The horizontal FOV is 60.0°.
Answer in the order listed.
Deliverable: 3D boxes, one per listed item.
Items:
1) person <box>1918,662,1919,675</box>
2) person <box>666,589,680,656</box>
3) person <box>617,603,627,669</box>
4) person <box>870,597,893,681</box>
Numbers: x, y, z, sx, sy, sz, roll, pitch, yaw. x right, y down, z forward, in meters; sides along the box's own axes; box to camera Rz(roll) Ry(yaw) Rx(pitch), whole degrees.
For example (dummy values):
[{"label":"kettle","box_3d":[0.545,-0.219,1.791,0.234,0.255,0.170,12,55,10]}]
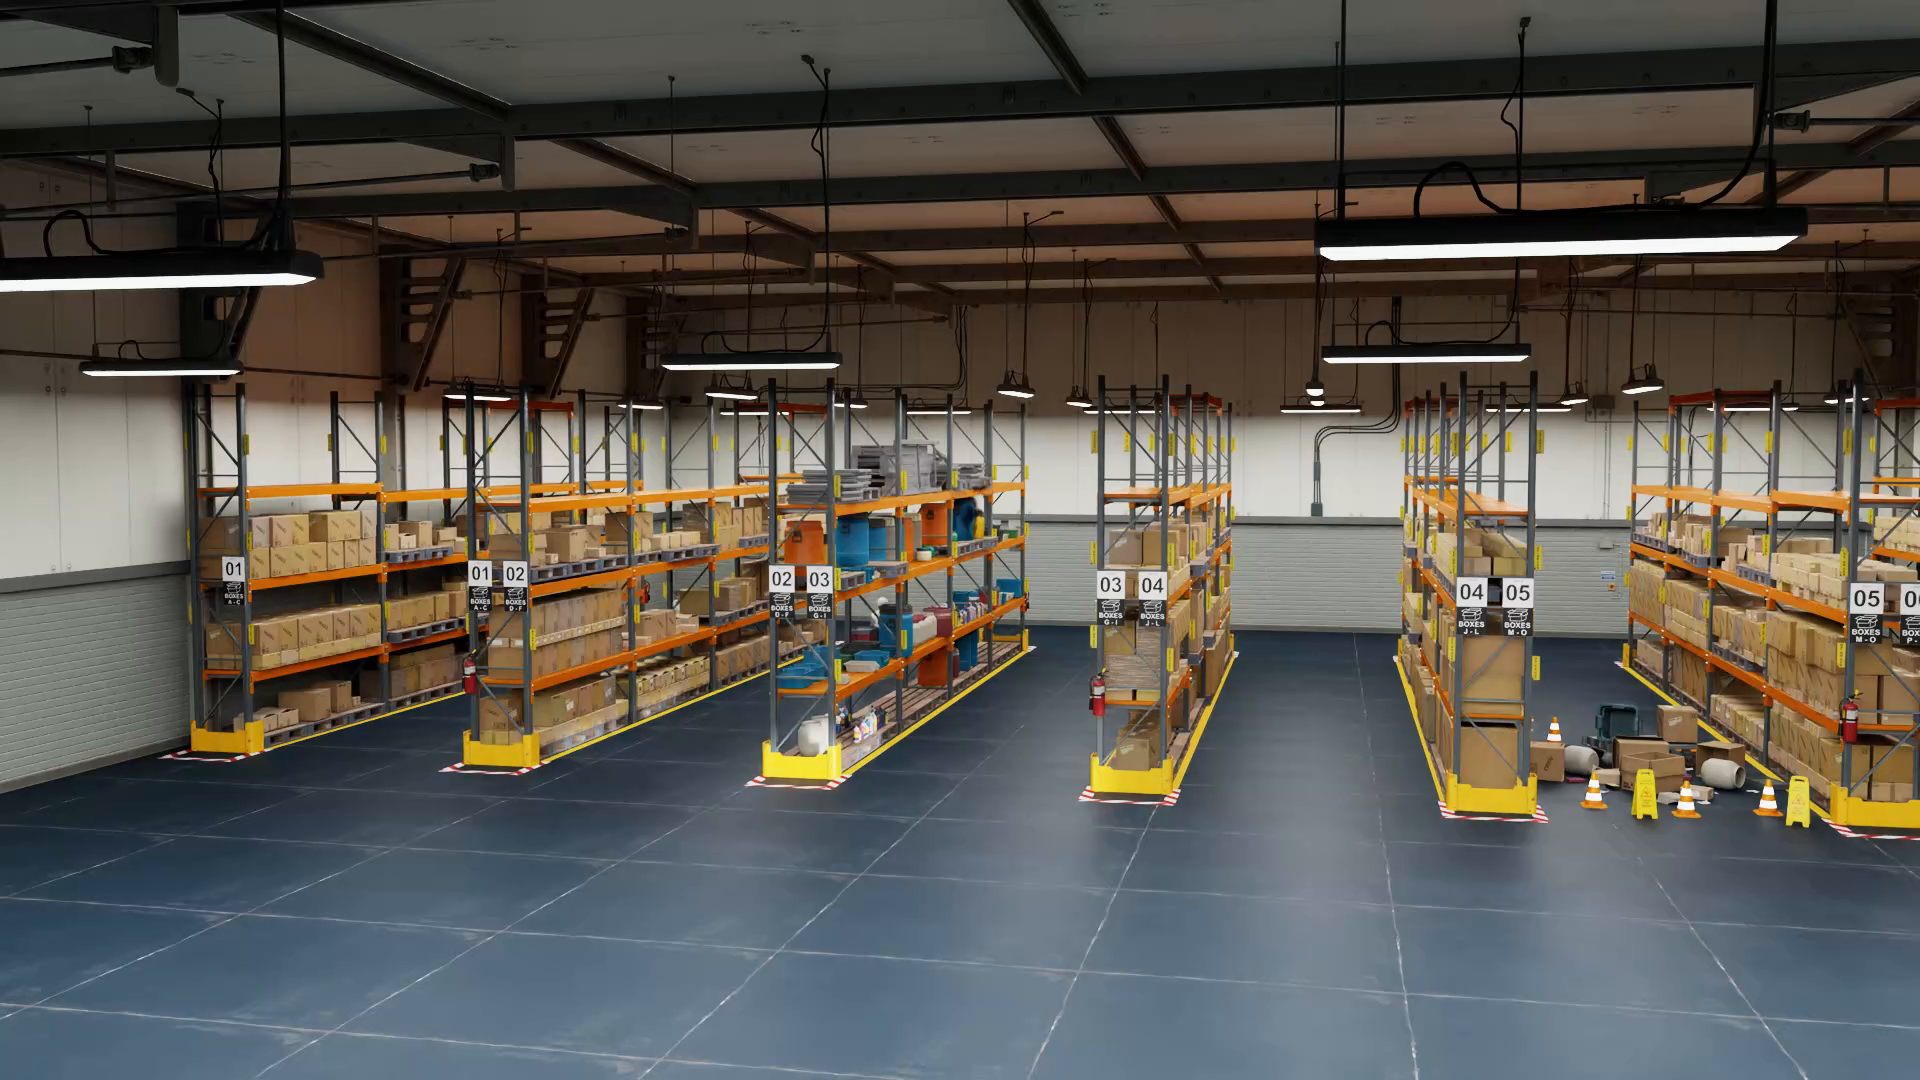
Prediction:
[{"label":"person","box_3d":[15.355,2.693,26.219,0.716,1.760,0.649,1,3,10]},{"label":"person","box_3d":[-6.469,1.976,38.100,0.653,1.731,0.817,1,3,17]},{"label":"person","box_3d":[-7.107,2.158,35.031,0.350,1.695,0.533,2,4,37]},{"label":"person","box_3d":[-1.618,2.078,35.117,0.564,1.771,0.478,-1,3,-14]}]
